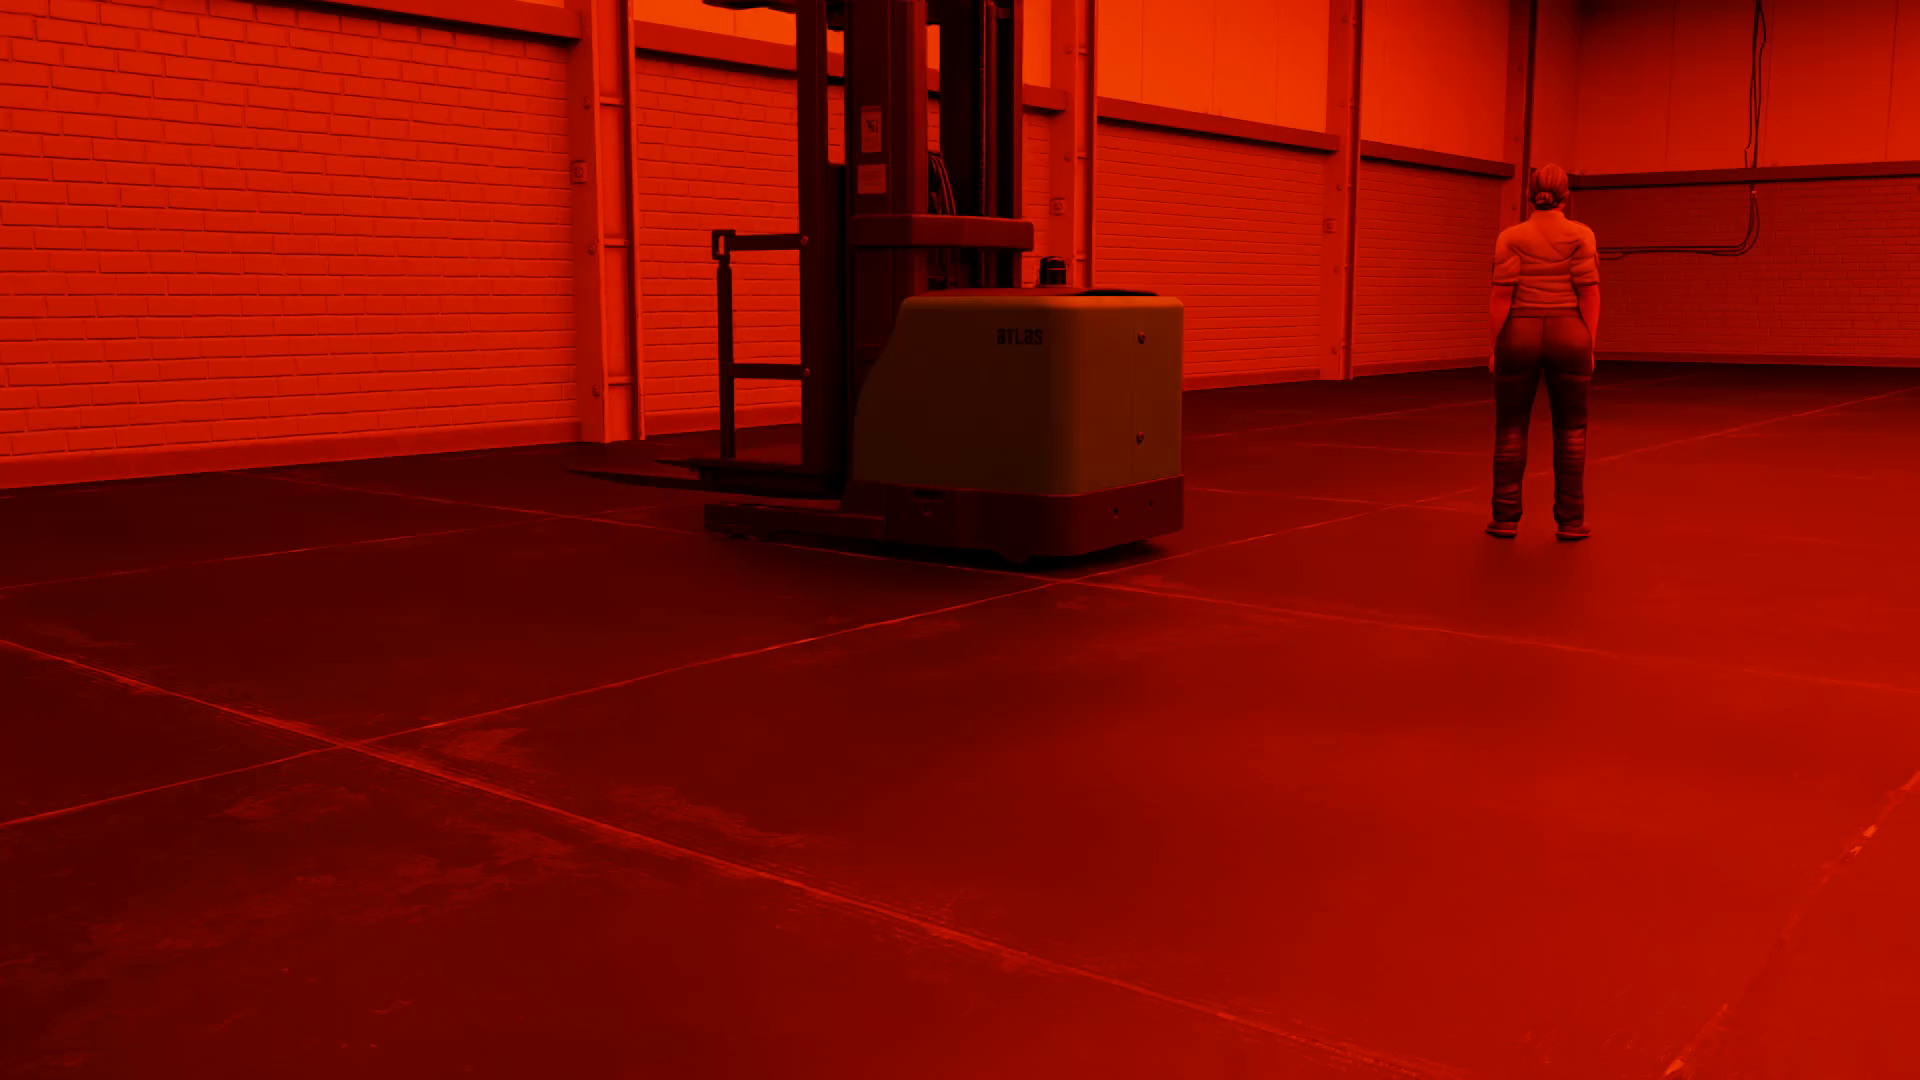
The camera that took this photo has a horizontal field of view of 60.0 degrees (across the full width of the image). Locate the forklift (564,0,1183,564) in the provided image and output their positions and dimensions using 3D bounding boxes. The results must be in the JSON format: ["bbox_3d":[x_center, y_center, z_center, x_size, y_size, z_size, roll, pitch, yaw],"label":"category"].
[{"bbox_3d":[-0.534,-1.495,7.497,3.031,2.935,1.130,6,10,34],"label":"forklift"}]

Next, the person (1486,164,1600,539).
[{"bbox_3d":[2.604,-0.829,7.409,0.481,1.650,0.359,3,9,19],"label":"person"}]
